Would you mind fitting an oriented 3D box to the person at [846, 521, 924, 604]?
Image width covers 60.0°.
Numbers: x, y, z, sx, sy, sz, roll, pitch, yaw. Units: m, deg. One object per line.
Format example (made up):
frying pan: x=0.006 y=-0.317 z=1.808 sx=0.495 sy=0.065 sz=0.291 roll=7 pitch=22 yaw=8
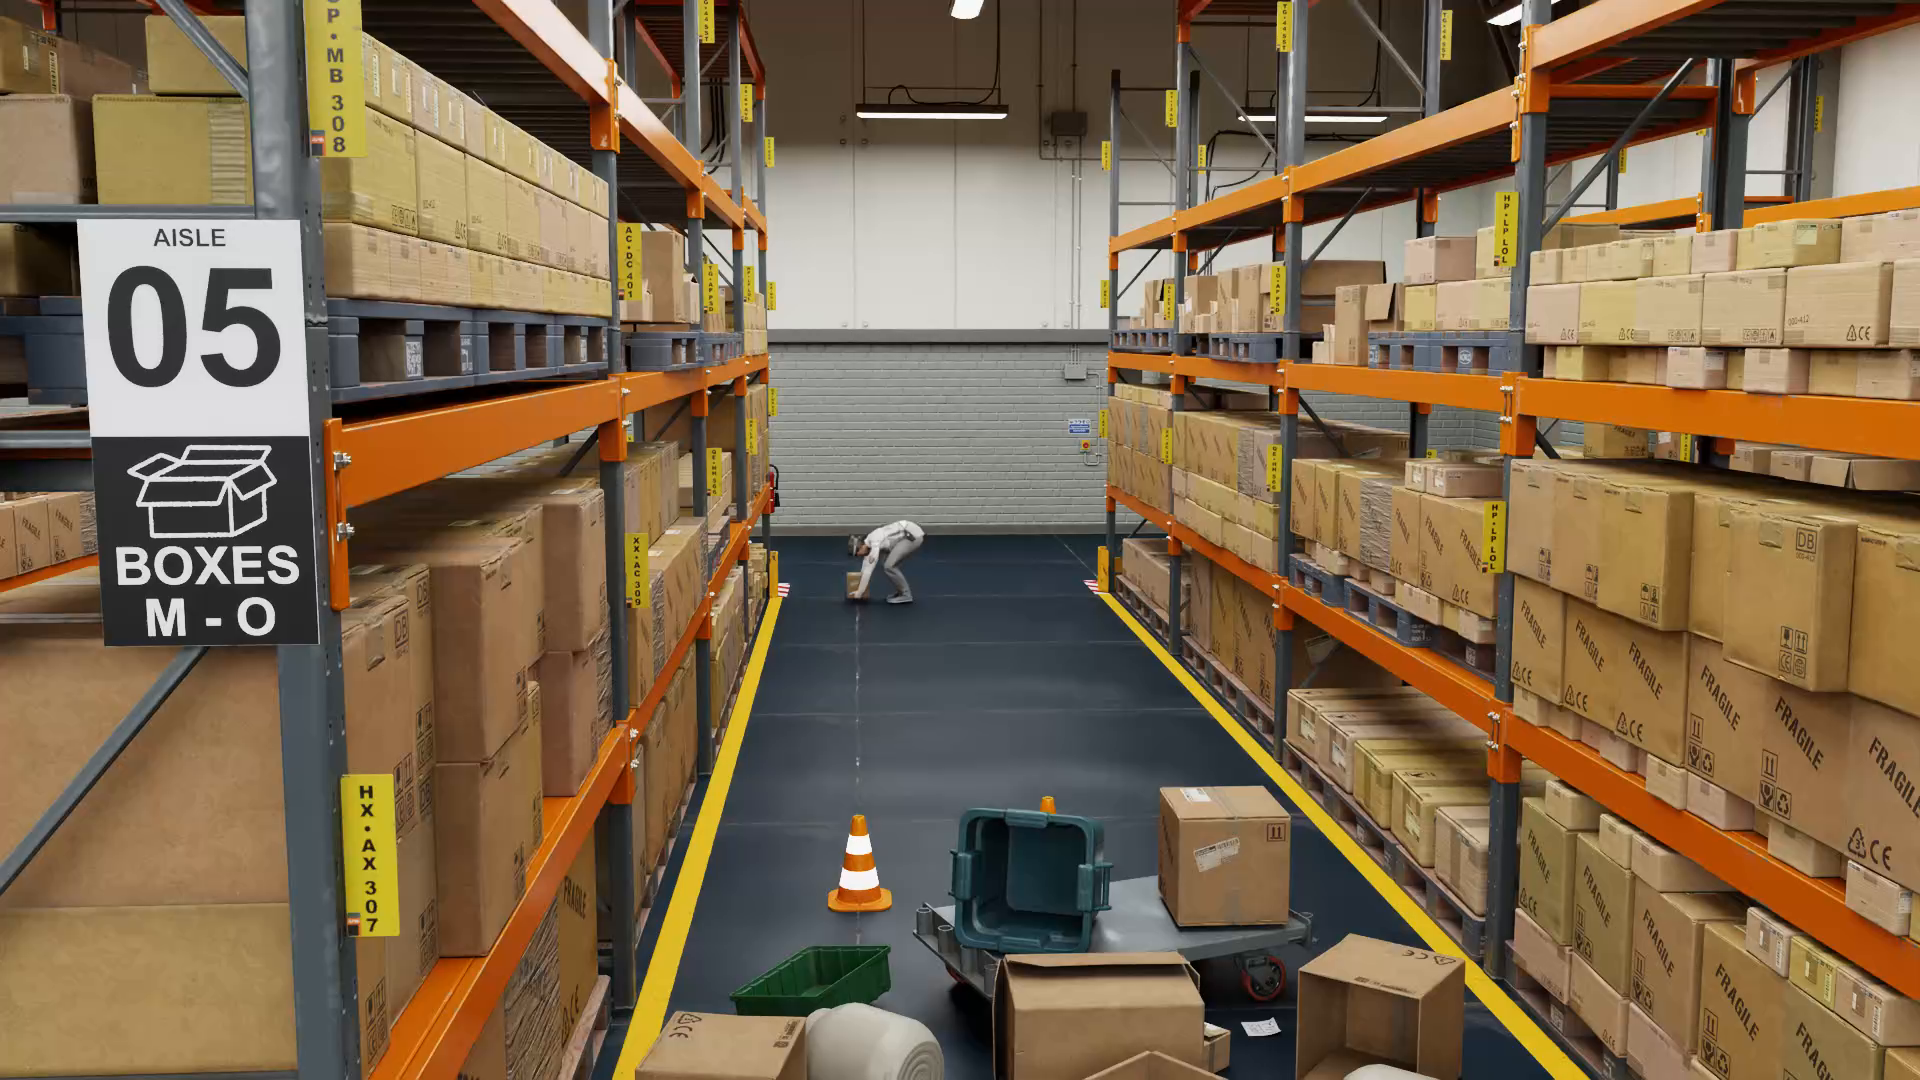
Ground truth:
person: x=-0.844 y=0.248 z=18.797 sx=0.882 sy=0.919 sz=0.456 roll=-1 pitch=7 yaw=-7
